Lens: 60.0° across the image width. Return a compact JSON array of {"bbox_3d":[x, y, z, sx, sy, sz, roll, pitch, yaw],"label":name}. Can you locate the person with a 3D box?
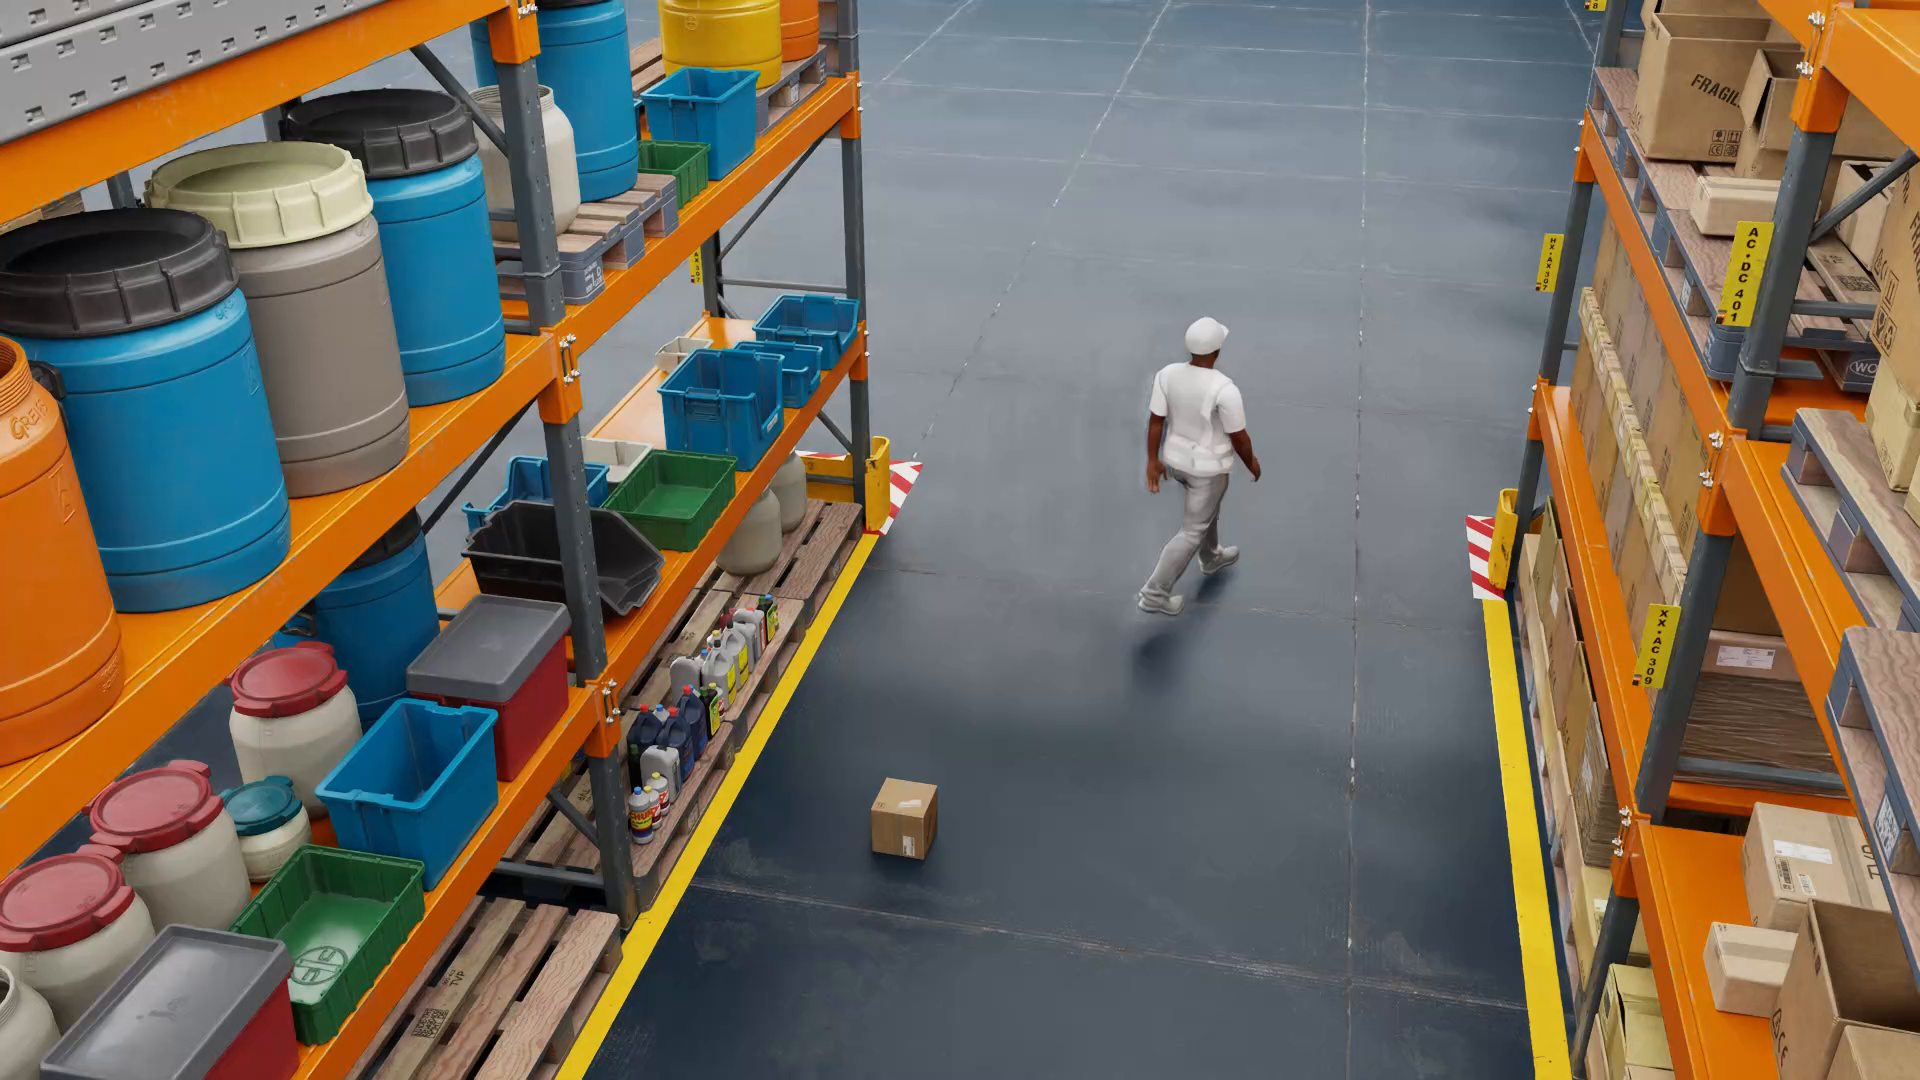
[{"bbox_3d":[1.365,-0.446,9.408,1.038,1.725,0.552,-21,35,-33],"label":"person"}]
